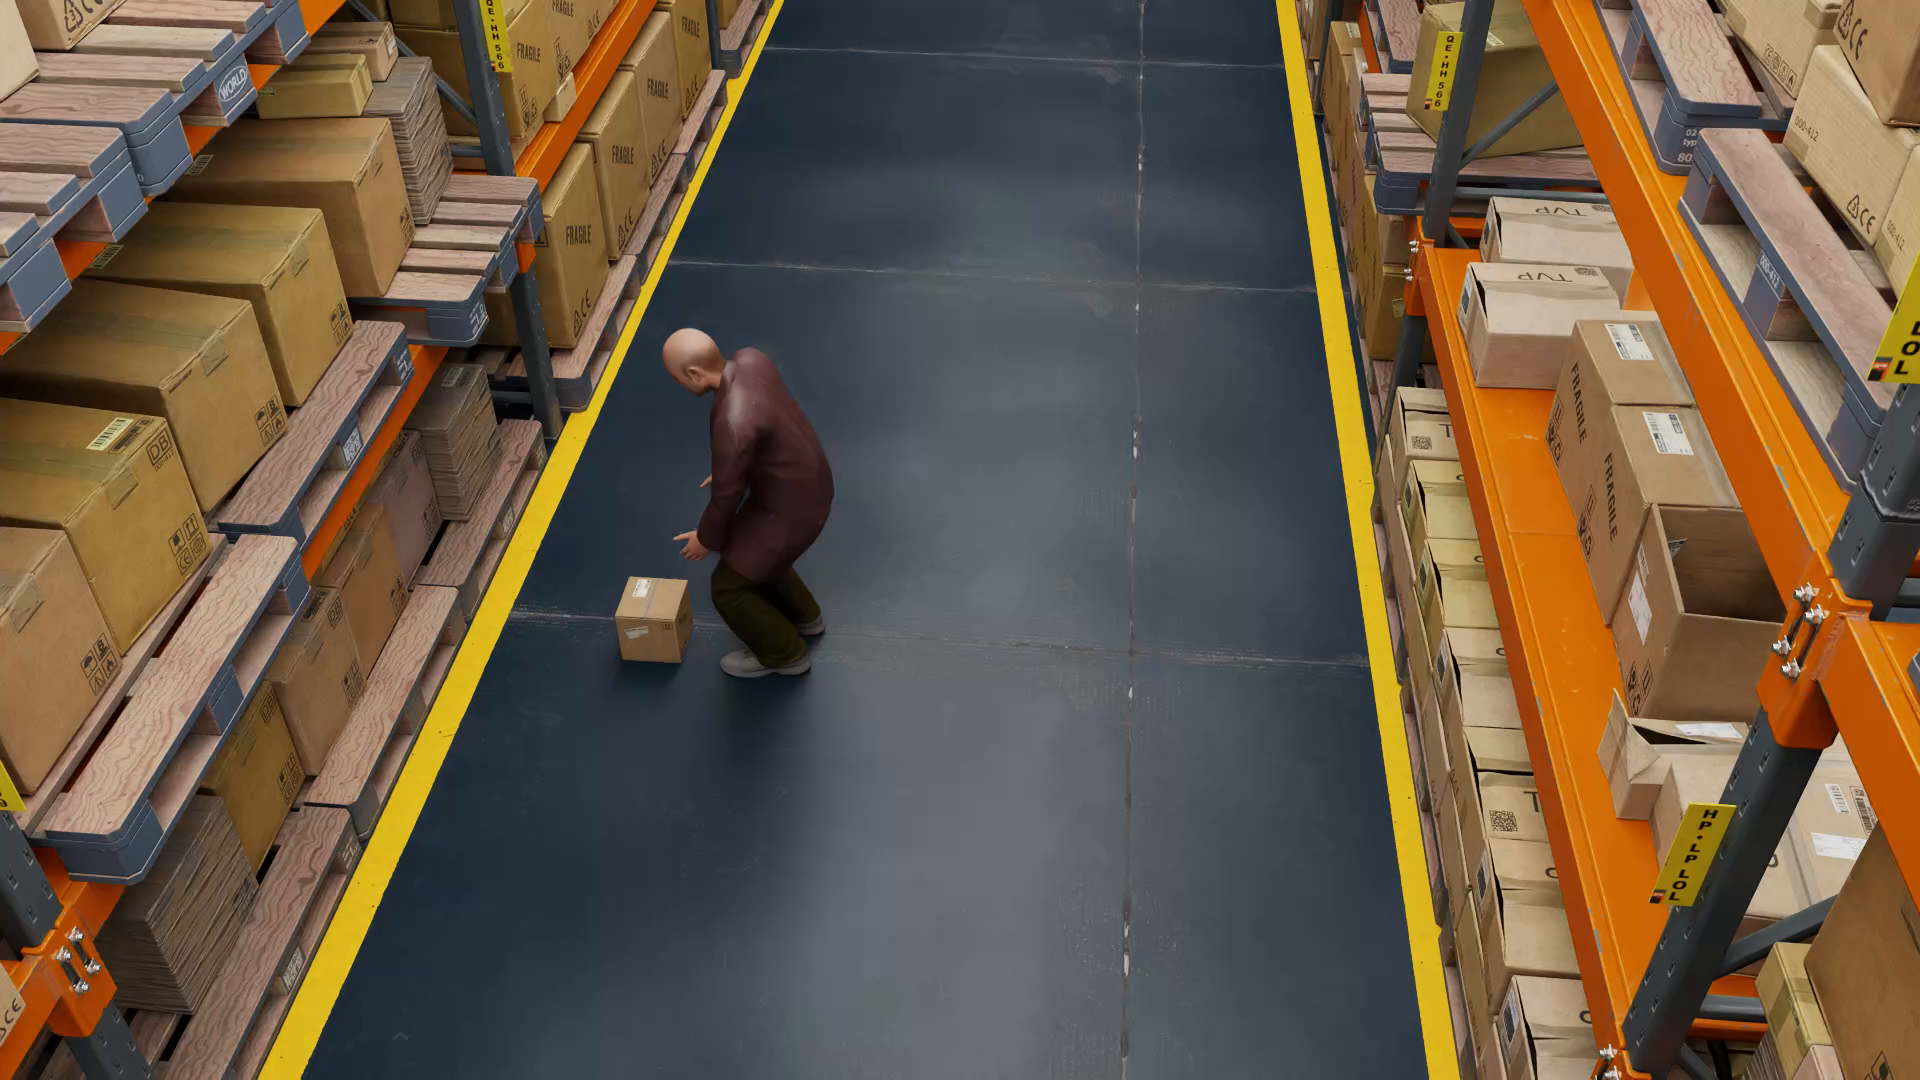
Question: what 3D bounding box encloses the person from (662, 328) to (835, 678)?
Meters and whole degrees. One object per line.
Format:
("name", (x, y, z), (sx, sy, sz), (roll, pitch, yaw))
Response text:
("person", (-0.791, -0.135, 6.485), (0.588, 1.588, 0.623), (4, 40, 4))
